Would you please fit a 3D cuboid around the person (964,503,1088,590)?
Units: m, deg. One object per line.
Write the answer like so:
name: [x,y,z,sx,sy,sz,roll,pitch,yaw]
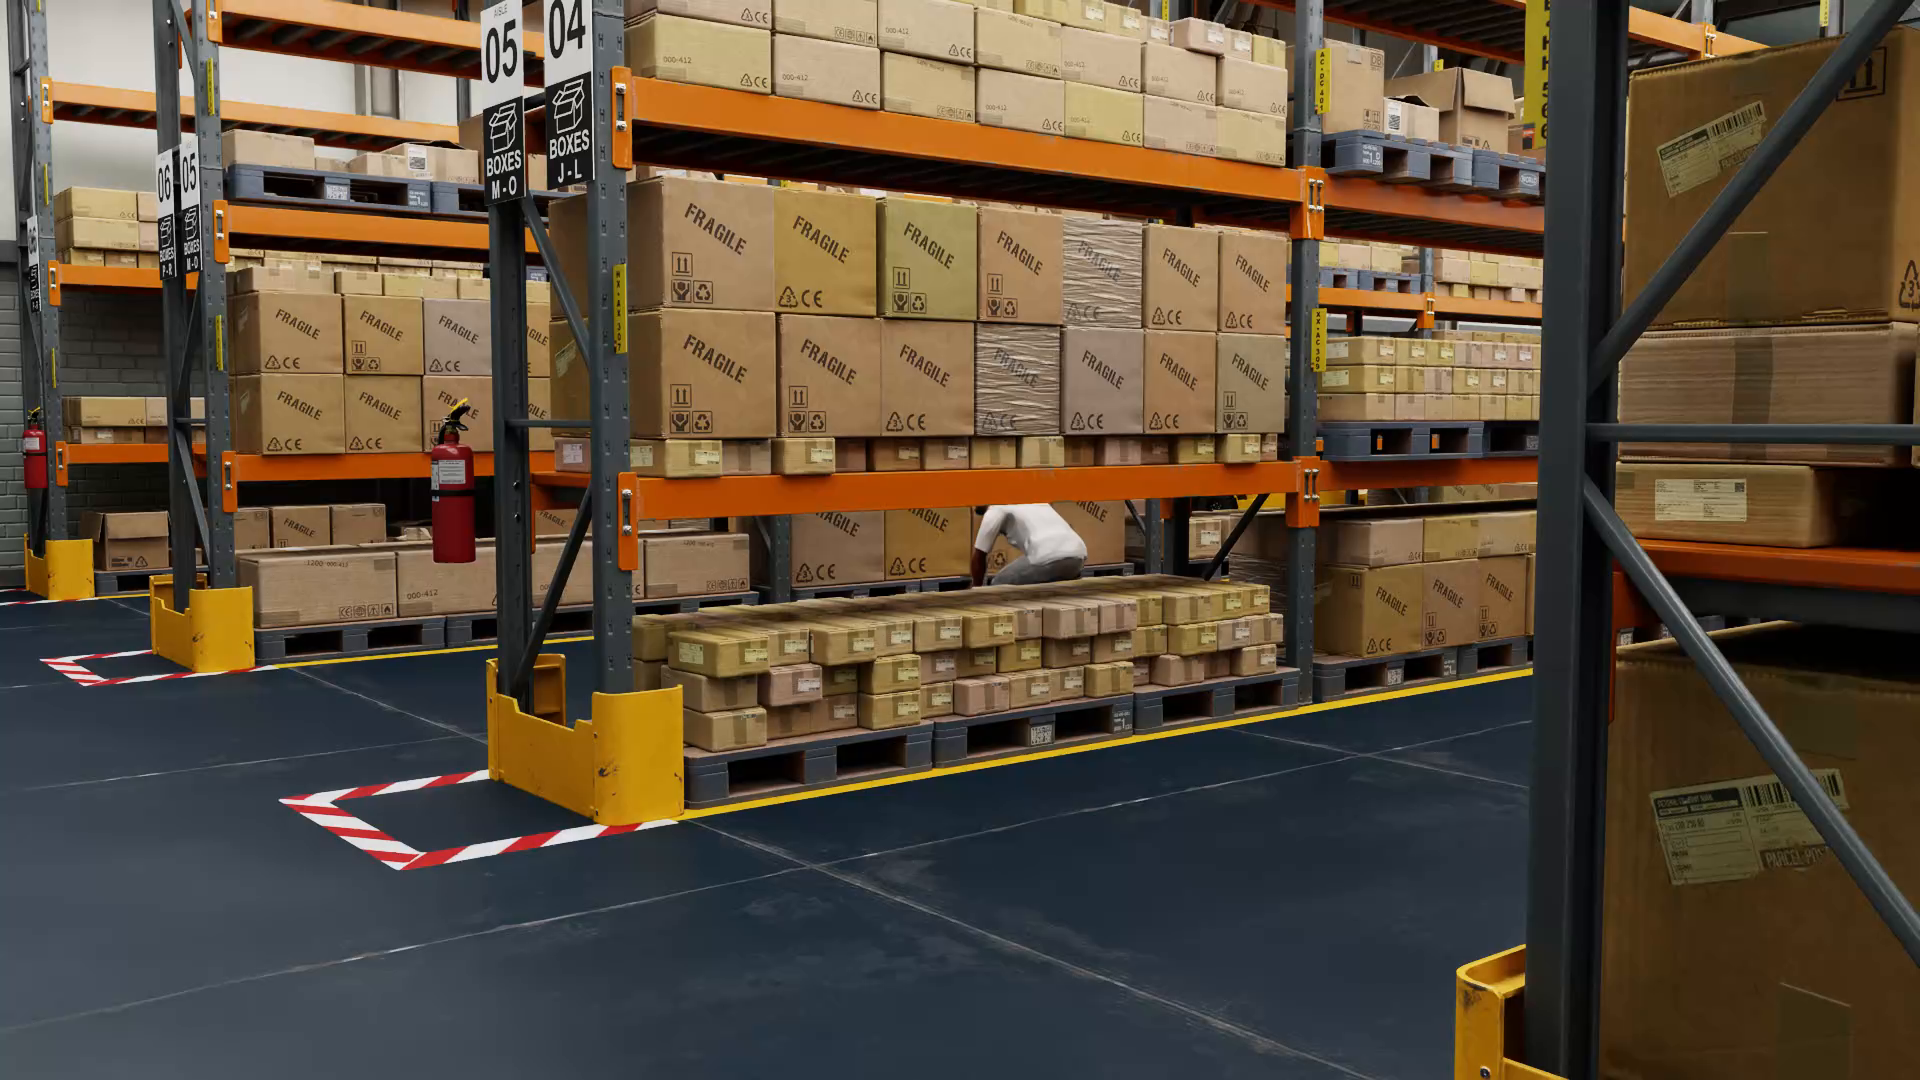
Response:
person: [0.428,0.151,11.238,0.606,1.111,0.869,-3,5,-39]
